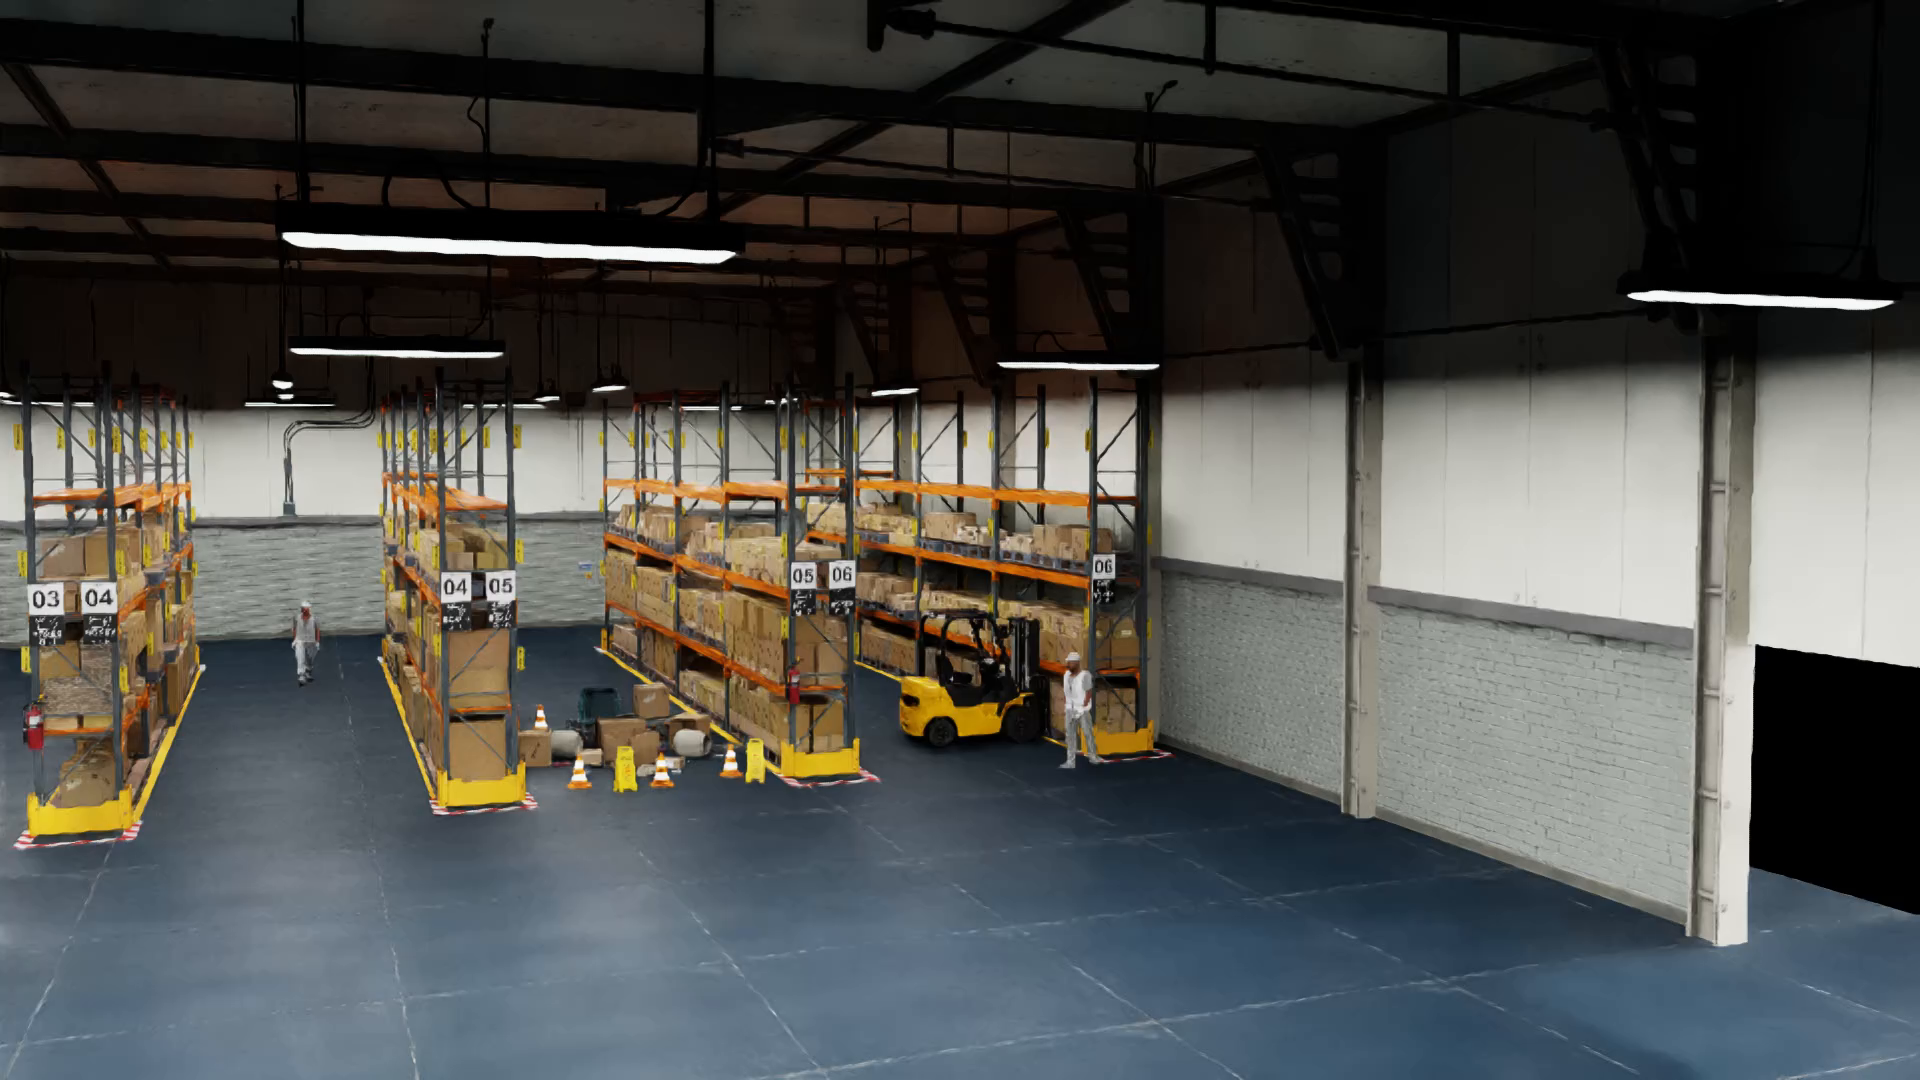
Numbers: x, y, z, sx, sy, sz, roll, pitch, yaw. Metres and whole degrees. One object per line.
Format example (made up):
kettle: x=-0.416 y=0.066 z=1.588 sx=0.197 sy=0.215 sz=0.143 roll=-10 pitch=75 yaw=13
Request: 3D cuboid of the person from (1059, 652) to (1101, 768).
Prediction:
person: x=1.815 y=2.592 z=25.433 sx=0.567 sy=1.783 sz=0.714 roll=3 pitch=4 yaw=38

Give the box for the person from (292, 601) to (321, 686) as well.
person: x=-13.348 y=2.086 z=33.965 sx=0.550 sy=1.701 sz=1.128 roll=-2 pitch=4 yaw=-24
